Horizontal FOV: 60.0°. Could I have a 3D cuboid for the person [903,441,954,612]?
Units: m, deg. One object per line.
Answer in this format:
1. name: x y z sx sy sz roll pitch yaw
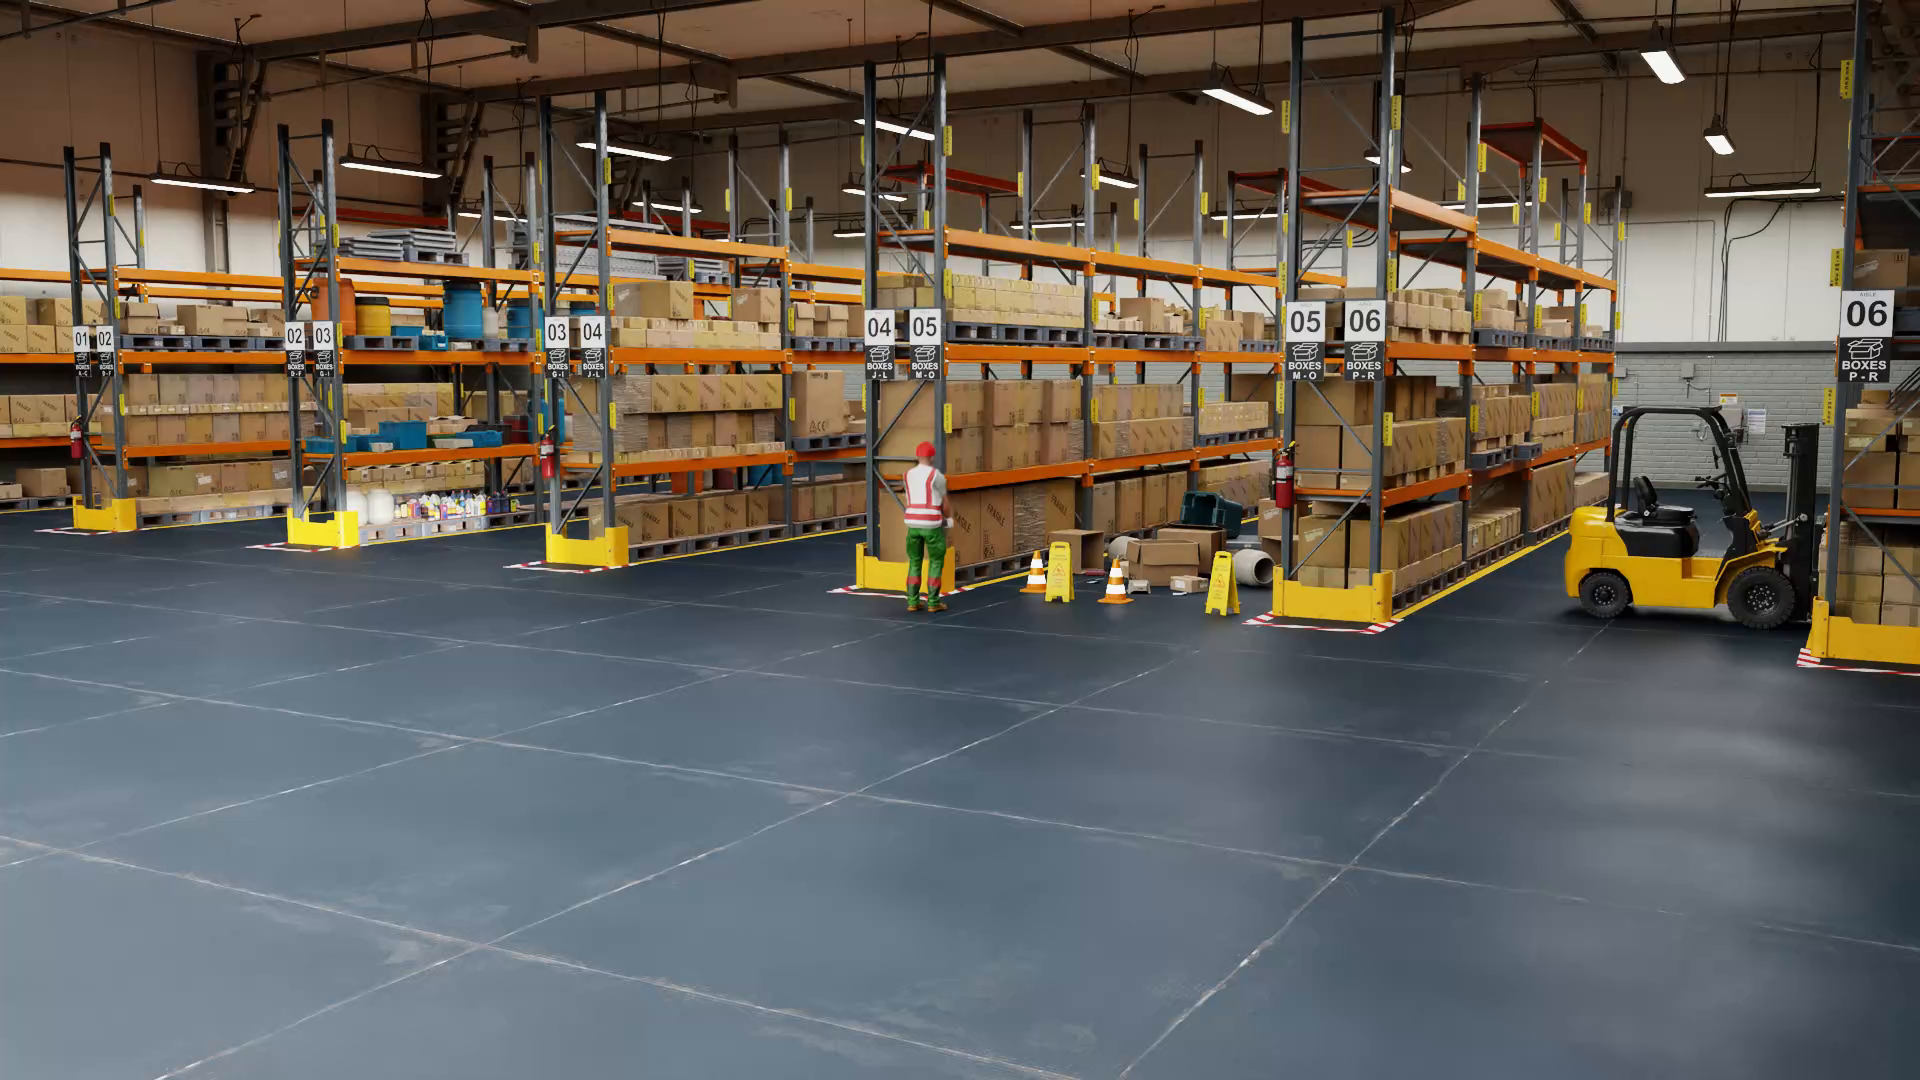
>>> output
1. person: -0.335 -0.150 17.453 0.495 1.781 0.564 3 7 28
